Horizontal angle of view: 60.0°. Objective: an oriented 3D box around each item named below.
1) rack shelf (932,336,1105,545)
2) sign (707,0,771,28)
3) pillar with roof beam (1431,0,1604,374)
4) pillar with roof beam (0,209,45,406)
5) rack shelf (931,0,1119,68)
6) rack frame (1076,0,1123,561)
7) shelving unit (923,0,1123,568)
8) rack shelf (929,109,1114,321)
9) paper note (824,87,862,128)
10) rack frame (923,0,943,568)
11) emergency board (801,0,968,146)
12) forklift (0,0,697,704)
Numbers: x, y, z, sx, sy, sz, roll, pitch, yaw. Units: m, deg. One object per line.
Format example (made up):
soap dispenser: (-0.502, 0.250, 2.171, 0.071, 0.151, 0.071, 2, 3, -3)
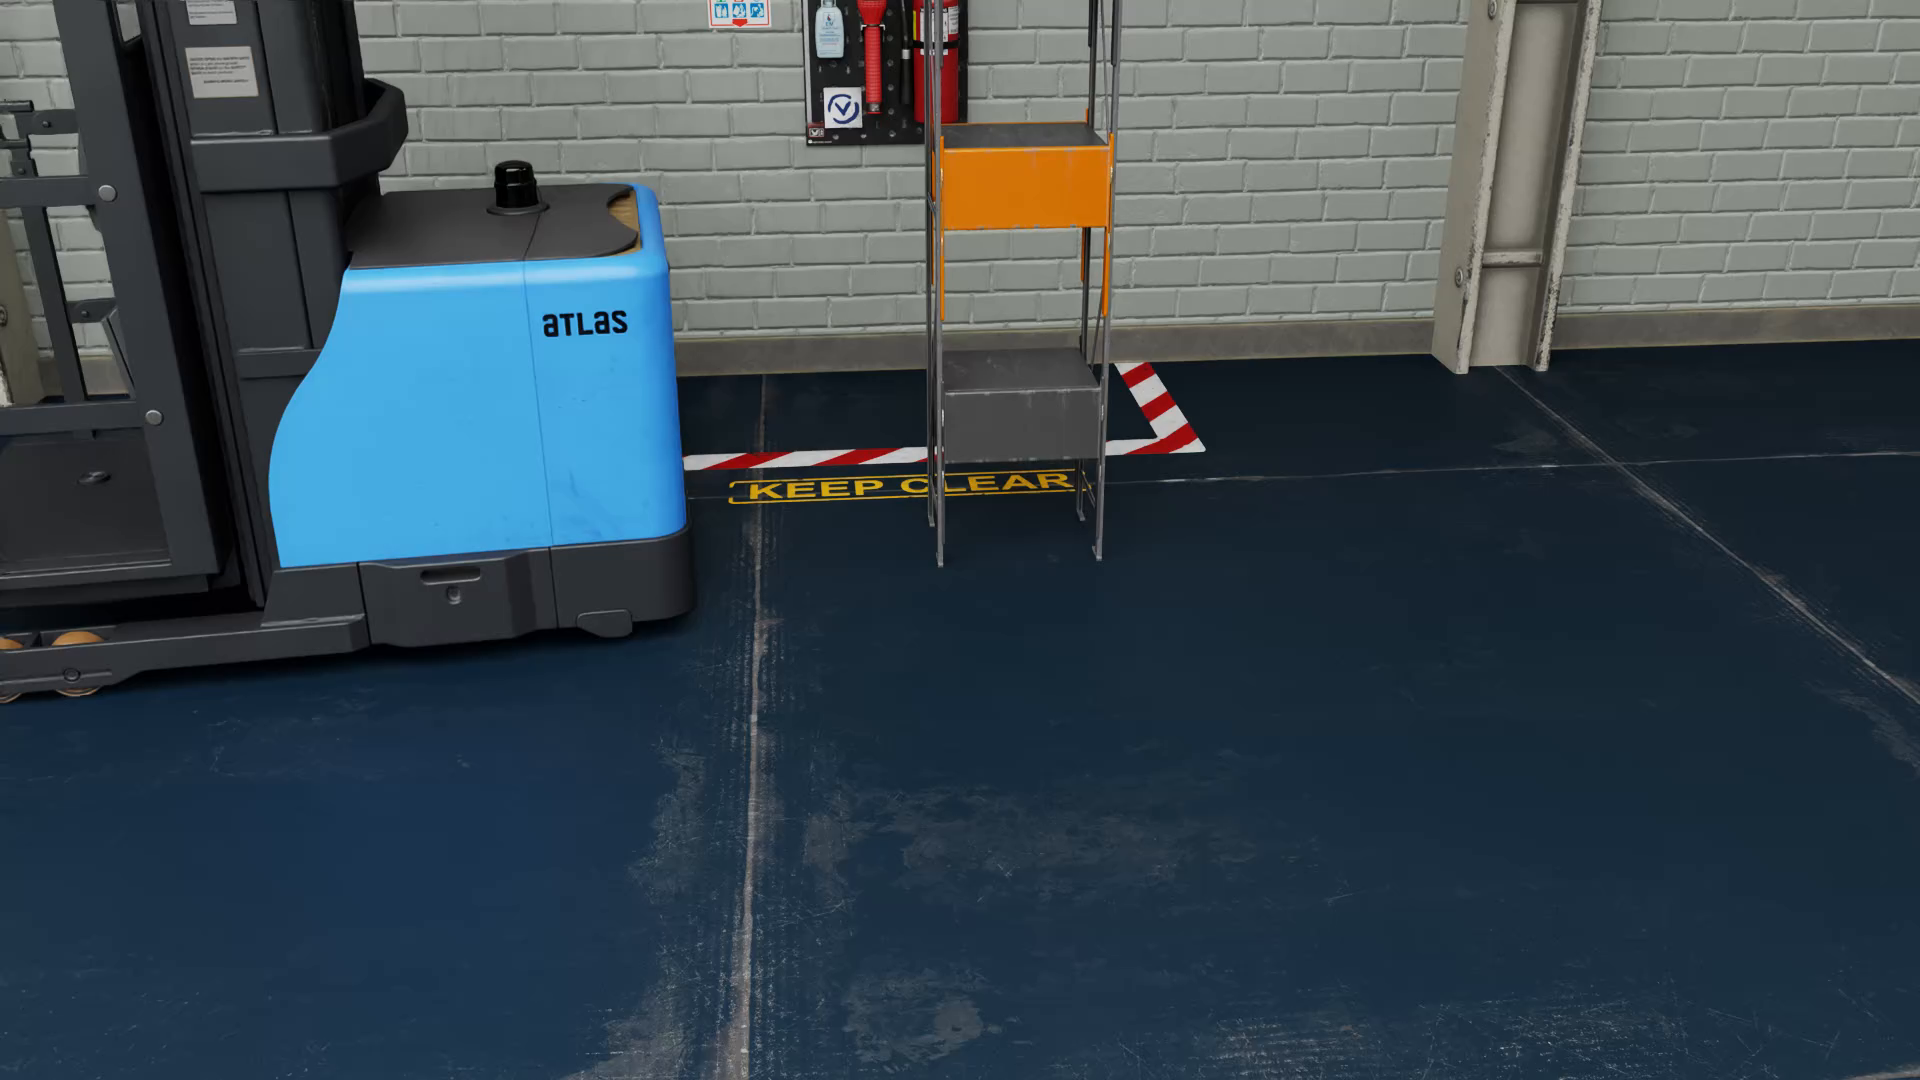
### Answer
rack shelf: (0.165, -0.314, 5.128, 0.480, 0.518, 0.431, -2, 24, -5)
sign: (-0.825, -2.071, 6.172, 0.234, 0.329, 0.001, -2, 24, -5)
pillar with roof beam: (2.622, -3.119, 1.189, 0.400, 9.000, 9.100, -2, 24, -5)
pillar with roof beam: (-3.349, -2.880, 0.650, 0.400, 9.000, 9.100, -2, 24, -5)
rack shelf: (0.165, -1.593, 4.560, 0.480, 0.518, 0.431, -2, 24, -5)
rack frame: (0.408, -0.976, 4.860, 0.015, 2.100, 0.400, -2, 24, -5)
shelving unit: (0.165, -0.966, 4.838, 0.503, 2.100, 0.431, -2, 24, -5)
rack shelf: (0.165, -0.954, 4.844, 0.480, 0.518, 0.431, -2, 24, -5)
paper note: (-0.447, -1.653, 6.361, 0.142, 0.148, 0.016, -2, 24, -5)
rack frame: (-0.078, -0.956, 4.817, 0.015, 2.100, 0.400, -2, 24, -5)
emergency board: (-0.264, -2.035, 6.135, 0.643, 1.169, 0.194, -2, 24, -5)
forklift: (-2.310, -1.150, 4.228, 3.031, 2.935, 1.130, -5, 24, -10)
